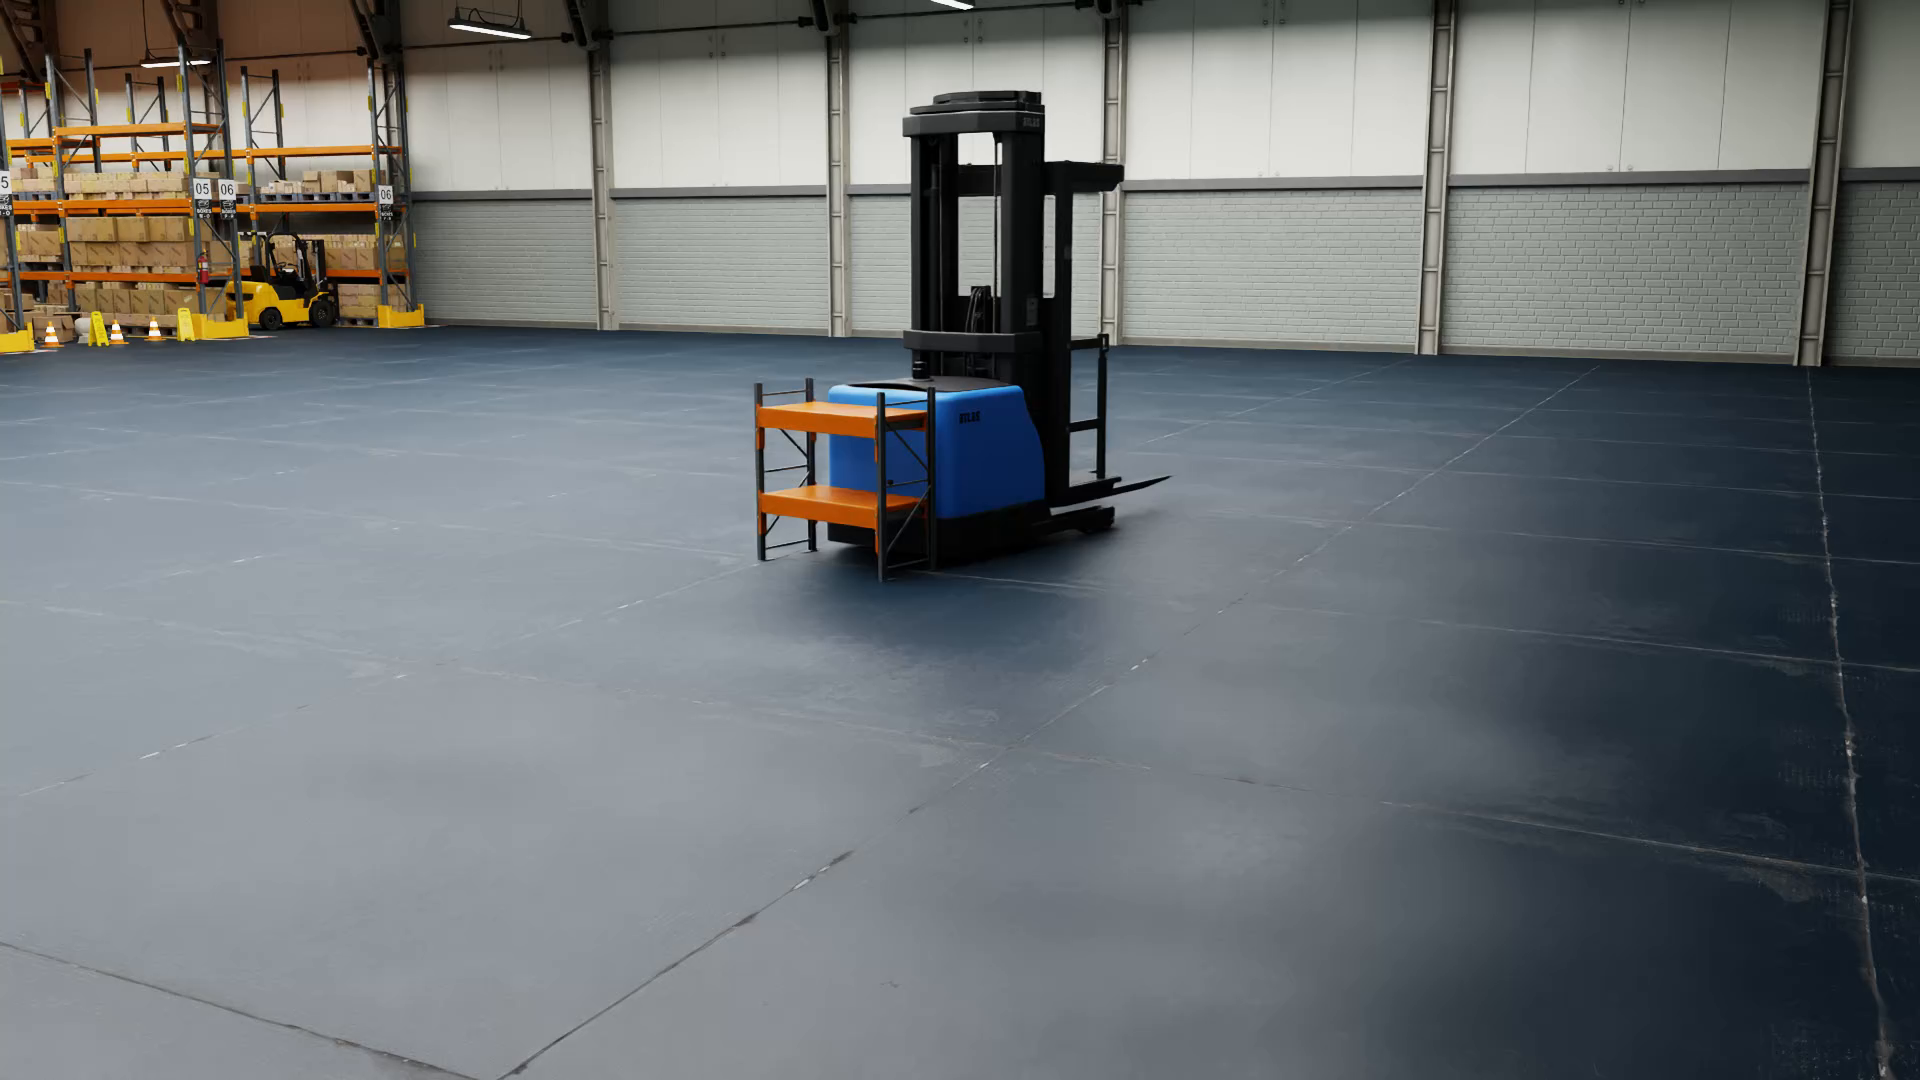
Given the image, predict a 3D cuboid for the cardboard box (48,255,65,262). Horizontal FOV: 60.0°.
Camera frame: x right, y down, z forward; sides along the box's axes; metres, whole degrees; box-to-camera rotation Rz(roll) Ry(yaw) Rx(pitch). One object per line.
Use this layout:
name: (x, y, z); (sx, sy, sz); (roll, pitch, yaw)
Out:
cardboard box: (-19.390, -6.060, 35.817); (0.250, 0.149, 0.380); (5, 11, 27)

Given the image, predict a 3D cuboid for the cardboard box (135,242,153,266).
cardboard box: (-16.722, -5.940, 34.510); (0.500, 0.500, 0.500); (5, 11, 26)

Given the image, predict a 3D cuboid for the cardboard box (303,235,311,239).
cardboard box: (-15.268, -7.127, 39.248); (0.250, 0.149, 0.380); (5, 11, 26)

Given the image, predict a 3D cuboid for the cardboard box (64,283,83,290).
cardboard box: (-23.066, -6.601, 43.299); (0.250, 0.149, 0.380); (4, 11, 23)

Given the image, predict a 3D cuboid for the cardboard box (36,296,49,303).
cardboard box: (-24.276, -6.377, 44.414); (0.500, 0.311, 0.500); (5, 12, 28)

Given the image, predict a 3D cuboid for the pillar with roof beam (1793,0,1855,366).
pillar with roof beam: (11.747, -6.558, 22.195); (0.400, 9.000, 9.100); (5, 11, 26)

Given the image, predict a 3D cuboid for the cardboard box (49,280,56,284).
cardboard box: (-23.557, -6.785, 43.480); (0.250, 0.149, 0.380); (5, 11, 25)

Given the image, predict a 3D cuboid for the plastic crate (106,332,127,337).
plastic crate: (-17.761, -4.289, 34.704); (0.583, 0.080, 0.402); (1, 10, 6)

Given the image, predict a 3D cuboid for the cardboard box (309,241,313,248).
cardboard box: (-15.066, -6.950, 39.105); (0.250, 0.149, 0.380); (5, 11, 25)

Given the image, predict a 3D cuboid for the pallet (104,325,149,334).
pallet: (-18.188, -4.561, 35.838); (1.213, 0.211, 1.003); (5, 11, 26)

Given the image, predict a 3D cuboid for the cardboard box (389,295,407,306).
cardboard box: (-13.356, -5.628, 39.042); (0.500, 0.250, 0.500); (5, 12, 27)

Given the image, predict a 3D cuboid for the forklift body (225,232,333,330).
forklift body: (-15.534, -5.899, 37.783); (1.214, 2.155, 2.313); (5, 11, 26)

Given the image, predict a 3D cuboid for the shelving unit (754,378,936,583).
shelving unit: (-0.710, -0.392, 10.239); (1.048, 1.125, 0.538); (8, 13, 38)

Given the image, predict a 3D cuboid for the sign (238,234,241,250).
sign: (-14.979, -6.178, 34.511); (0.005, 0.325, 0.100); (5, 11, 26)

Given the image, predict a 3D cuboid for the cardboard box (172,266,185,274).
cardboard box: (-15.926, -5.539, 34.118); (0.250, 0.149, 0.380); (5, 11, 25)

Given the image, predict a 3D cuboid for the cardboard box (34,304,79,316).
cardboard box: (-19.924, -4.991, 36.584); (0.625, 0.372, 0.950); (6, 12, 29)

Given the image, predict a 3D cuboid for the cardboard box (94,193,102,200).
cardboard box: (-17.947, -7.212, 34.937); (0.250, 0.149, 0.380); (5, 12, 28)

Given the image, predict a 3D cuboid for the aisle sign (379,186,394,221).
aisle sign: (-13.097, -7.685, 37.972); (0.004, 0.787, 0.394); (5, 11, 26)

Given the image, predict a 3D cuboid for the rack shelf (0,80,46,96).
rack shelf: (-25.581, -11.795, 43.821); (4.000, 0.370, 1.077); (5, 11, 26)

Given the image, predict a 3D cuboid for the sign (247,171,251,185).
sign: (-16.845, -8.571, 39.409); (0.005, 0.325, 0.100); (5, 11, 26)

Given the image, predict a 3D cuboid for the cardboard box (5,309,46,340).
cardboard box: (-18.757, -4.310, 33.250); (0.503, 0.637, 0.797); (5, 11, 26)

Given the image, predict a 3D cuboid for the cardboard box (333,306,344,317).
cardboard box: (-14.474, -5.380, 39.075); (0.500, 0.250, 0.500); (5, 11, 26)

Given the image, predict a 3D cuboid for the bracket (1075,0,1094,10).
bracket: (2.361, -9.938, 30.765); (0.430, 0.232, 0.235); (5, 11, 26)

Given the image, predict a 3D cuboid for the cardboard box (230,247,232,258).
cardboard box: (-17.631, -6.983, 40.408); (0.500, 0.250, 0.500); (5, 11, 24)

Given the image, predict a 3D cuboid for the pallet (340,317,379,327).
pallet: (-13.731, -5.140, 39.036); (1.213, 0.211, 1.003); (5, 11, 26)

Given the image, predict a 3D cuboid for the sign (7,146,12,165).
sign: (-17.068, -6.900, 29.833); (0.005, 0.325, 0.100); (5, 11, 26)

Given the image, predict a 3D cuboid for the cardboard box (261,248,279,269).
cardboard box: (-16.331, -6.746, 39.801); (0.500, 0.500, 0.500); (5, 11, 24)

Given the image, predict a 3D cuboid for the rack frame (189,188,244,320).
rack frame: (-15.219, -5.665, 34.110); (0.127, 3.000, 1.000); (5, 11, 26)

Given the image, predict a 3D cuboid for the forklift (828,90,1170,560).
forklift: (0.426, -1.531, 11.460); (1.130, 2.935, 3.031); (8, 13, 36)

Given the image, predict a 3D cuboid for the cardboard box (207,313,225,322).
cardboard box: (-15.820, -4.627, 34.912); (0.500, 0.250, 0.500); (5, 11, 25)

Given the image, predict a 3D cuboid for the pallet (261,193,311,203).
pallet: (-15.837, -8.143, 39.625); (1.213, 0.211, 1.003); (5, 11, 26)

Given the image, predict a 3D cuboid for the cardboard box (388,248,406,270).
cardboard box: (-13.348, -6.591, 38.943); (0.500, 0.500, 0.500); (5, 12, 28)

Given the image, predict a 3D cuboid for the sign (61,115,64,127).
sign: (-23.547, -10.983, 43.577); (0.005, 0.325, 0.100); (5, 11, 26)

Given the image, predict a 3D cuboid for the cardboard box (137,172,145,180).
cardboard box: (-16.748, -7.507, 34.328); (0.250, 0.149, 0.380); (5, 11, 24)

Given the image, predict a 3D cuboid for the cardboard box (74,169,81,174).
cardboard box: (-19.604, -7.983, 36.332); (0.500, 0.250, 0.500); (5, 11, 25)

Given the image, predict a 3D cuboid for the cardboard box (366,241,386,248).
cardboard box: (-13.461, -6.809, 38.328); (0.250, 0.149, 0.380); (5, 11, 27)

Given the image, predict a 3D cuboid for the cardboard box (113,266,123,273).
cardboard box: (-17.523, -5.678, 34.888); (0.250, 0.149, 0.380); (5, 11, 26)

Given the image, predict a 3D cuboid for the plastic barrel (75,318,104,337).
plastic barrel: (-17.741, -4.318, 33.902); (0.512, 0.421, 0.421); (-4, 11, -23)

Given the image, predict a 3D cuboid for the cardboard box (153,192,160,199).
cardboard box: (-16.321, -7.072, 34.168); (0.250, 0.149, 0.380); (5, 11, 26)

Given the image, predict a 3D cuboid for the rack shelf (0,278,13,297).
rack shelf: (-19.112, -4.670, 30.632); (4.000, 0.370, 1.077); (5, 11, 26)

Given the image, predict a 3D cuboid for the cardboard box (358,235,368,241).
cardboard box: (-13.676, -6.982, 38.448); (0.250, 0.149, 0.380); (5, 11, 26)

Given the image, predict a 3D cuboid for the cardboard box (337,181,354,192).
cardboard box: (-14.131, -8.161, 38.393); (0.258, 0.266, 0.396); (5, 11, 26)

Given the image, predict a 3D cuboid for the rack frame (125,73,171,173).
rack frame: (-20.201, -10.041, 41.440); (0.127, 3.000, 1.000); (5, 11, 26)

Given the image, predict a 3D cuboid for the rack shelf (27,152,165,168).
rack shelf: (-21.994, -9.647, 42.411); (4.000, 0.370, 1.077); (5, 11, 26)

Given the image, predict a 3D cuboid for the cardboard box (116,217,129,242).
cardboard box: (-17.113, -6.484, 34.713); (0.500, 0.500, 0.700); (5, 11, 25)

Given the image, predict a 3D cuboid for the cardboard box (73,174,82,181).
cardboard box: (-18.422, -7.632, 35.023); (0.250, 0.149, 0.380); (5, 12, 28)

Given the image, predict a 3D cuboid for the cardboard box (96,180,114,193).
cardboard box: (-17.623, -7.370, 34.692); (0.500, 0.250, 0.500); (5, 11, 26)

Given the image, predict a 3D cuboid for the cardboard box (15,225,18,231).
cardboard box: (-20.801, -6.933, 36.999); (0.250, 0.149, 0.380); (4, 11, 23)

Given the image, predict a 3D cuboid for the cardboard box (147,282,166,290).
cardboard box: (-16.636, -5.267, 34.524); (0.250, 0.149, 0.380); (5, 12, 27)
